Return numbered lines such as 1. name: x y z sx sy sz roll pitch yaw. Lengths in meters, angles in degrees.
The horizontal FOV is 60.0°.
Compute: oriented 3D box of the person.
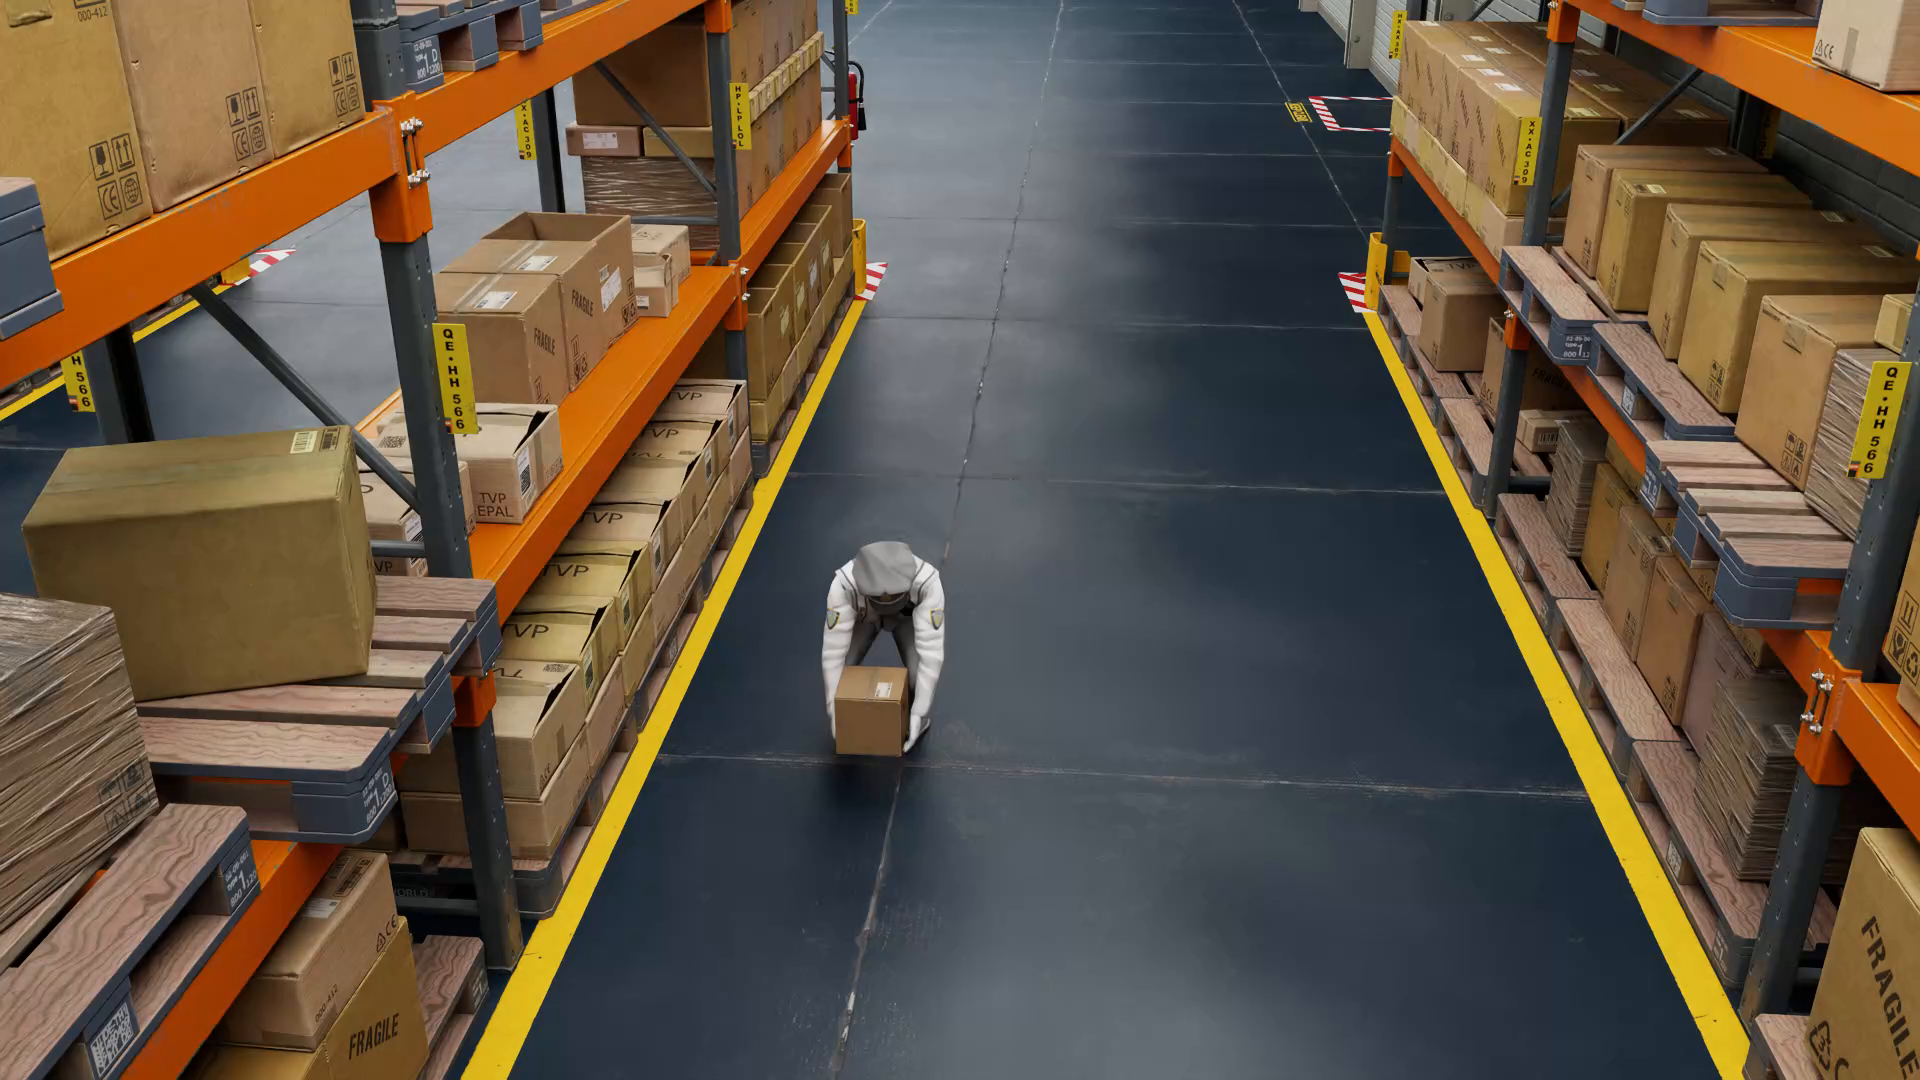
1. person: -0.296 0.365 6.648 0.495 0.974 0.828 2 25 4
